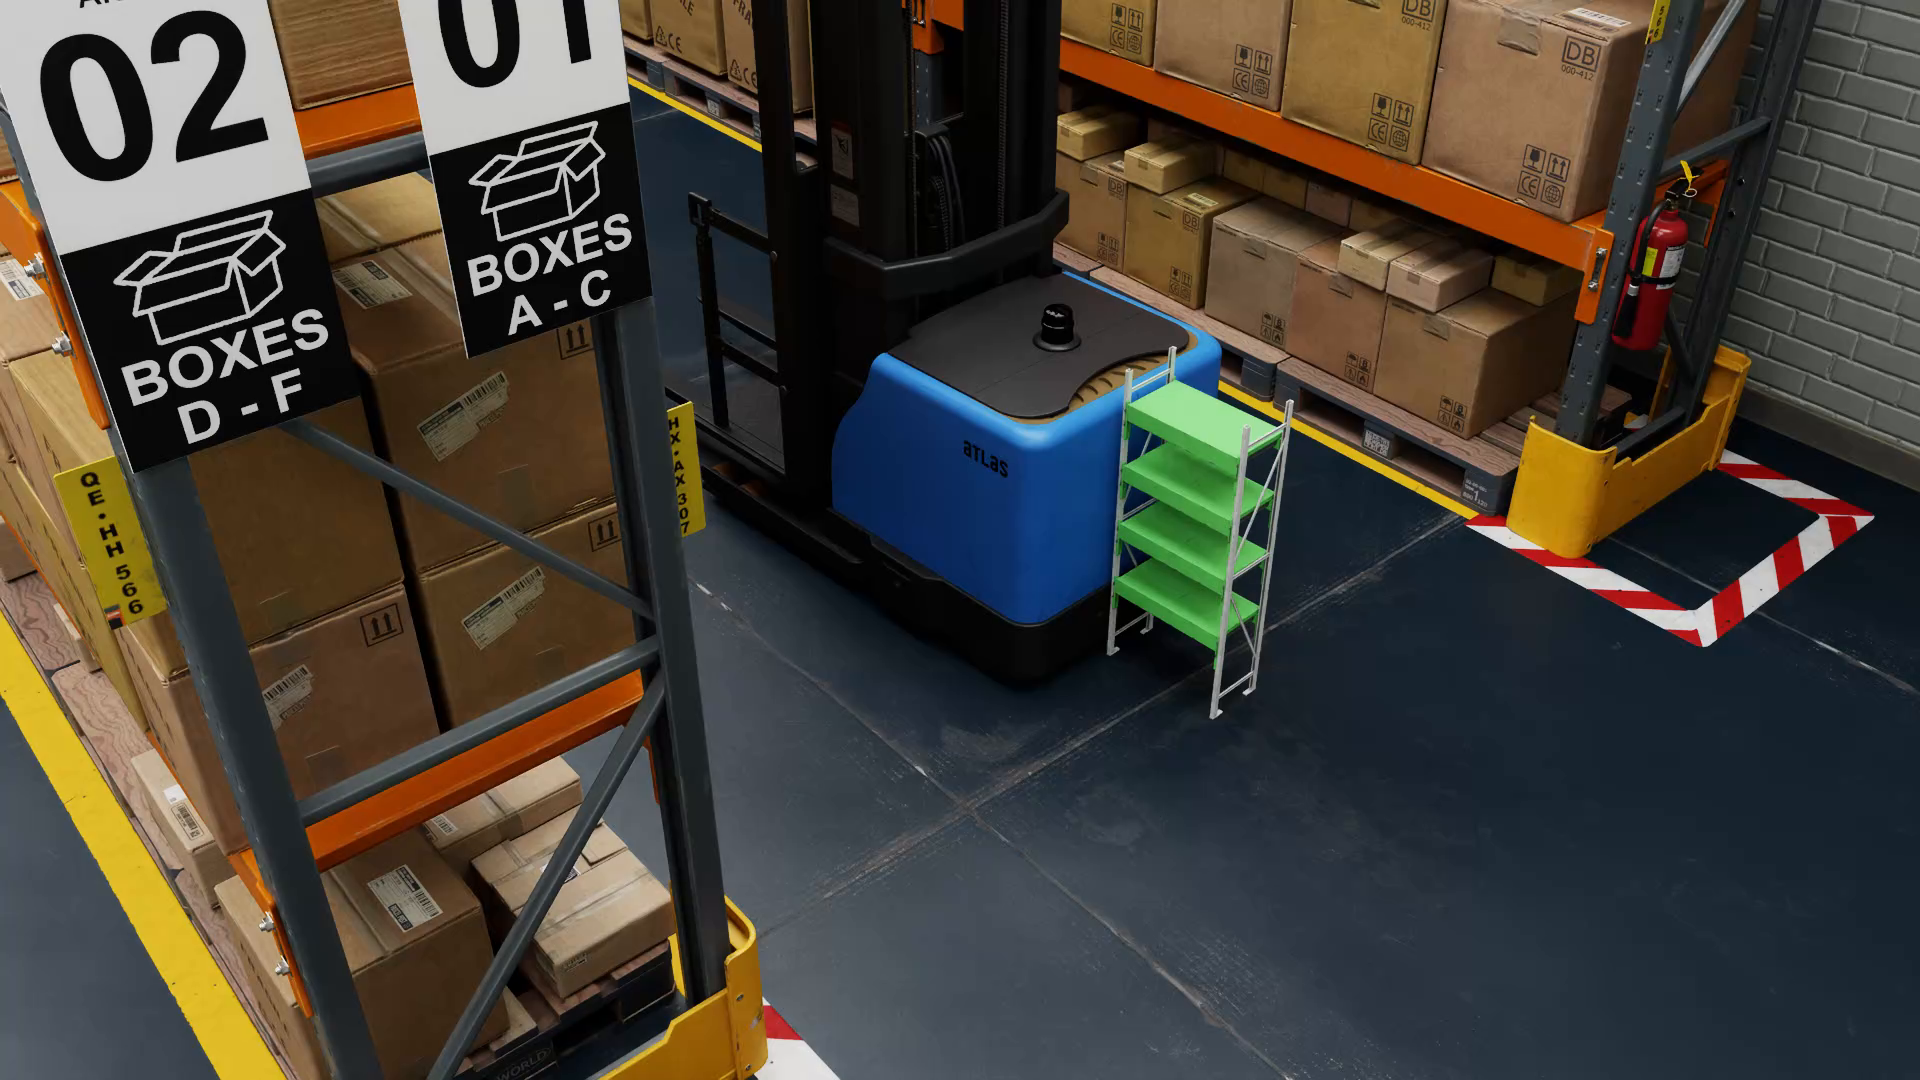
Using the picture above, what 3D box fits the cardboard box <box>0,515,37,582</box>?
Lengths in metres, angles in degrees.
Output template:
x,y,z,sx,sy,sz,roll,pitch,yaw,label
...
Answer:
x,y,z,sx,sy,sz,roll,pitch,yaw,label
-3.499,-0.170,6.341,0.500,0.311,0.500,-26,43,-32,cardboard box

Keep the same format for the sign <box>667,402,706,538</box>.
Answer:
x,y,z,sx,sy,sz,roll,pitch,yaw,label
-0.609,-0.144,3.608,0.100,0.325,0.005,-26,43,-32,sign

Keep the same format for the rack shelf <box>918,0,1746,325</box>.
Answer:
x,y,z,sx,sy,sz,roll,pitch,yaw,label
1.468,-2.027,7.639,1.077,0.370,4.000,-26,43,-32,rack shelf

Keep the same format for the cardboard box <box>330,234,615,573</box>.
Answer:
x,y,z,sx,sy,sz,roll,pitch,yaw,label
-1.108,-0.331,3.670,0.500,0.500,0.500,-25,42,-30,cardboard box

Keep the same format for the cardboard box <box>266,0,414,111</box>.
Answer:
x,y,z,sx,sy,sz,roll,pitch,yaw,label
-1.160,-1.072,3.203,0.500,0.250,0.500,-26,43,-32,cardboard box

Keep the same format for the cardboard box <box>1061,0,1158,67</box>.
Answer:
x,y,z,sx,sy,sz,roll,pitch,yaw,label
0.982,-2.756,7.786,0.980,0.700,0.700,-27,43,-33,cardboard box

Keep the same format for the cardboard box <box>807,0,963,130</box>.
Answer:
x,y,z,sx,sy,sz,roll,pitch,yaw,label
-0.341,-2.736,9.514,0.750,0.750,0.750,-25,43,-31,cardboard box

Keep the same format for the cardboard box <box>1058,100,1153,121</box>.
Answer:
x,y,z,sx,sy,sz,roll,pitch,yaw,label
0.582,-1.986,8.758,0.700,0.500,0.500,-25,43,-31,cardboard box

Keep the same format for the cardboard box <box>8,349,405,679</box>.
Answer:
x,y,z,sx,sy,sz,roll,pitch,yaw,label
-1.520,-0.131,3.388,0.500,0.500,0.500,-26,43,-32,cardboard box

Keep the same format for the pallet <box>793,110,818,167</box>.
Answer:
x,y,z,sx,sy,sz,roll,pitch,yaw,label
-0.378,-2.378,9.925,1.003,0.211,1.213,-26,43,-32,pallet

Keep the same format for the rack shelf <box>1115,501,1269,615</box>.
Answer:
x,y,z,sx,sy,sz,roll,pitch,yaw,label
0.804,0.043,5.762,0.258,0.148,0.480,-29,44,-34,rack shelf

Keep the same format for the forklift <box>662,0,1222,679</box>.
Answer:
x,y,z,sx,sy,sz,roll,pitch,yaw,label
-0.432,-1.457,6.271,1.130,2.935,3.031,-29,44,-34,forklift

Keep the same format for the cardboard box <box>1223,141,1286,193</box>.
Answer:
x,y,z,sx,sy,sz,roll,pitch,yaw,label
1.482,-1.815,7.956,0.380,0.149,0.250,-27,43,-33,cardboard box

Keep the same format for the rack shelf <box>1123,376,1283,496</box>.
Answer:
x,y,z,sx,sy,sz,roll,pitch,yaw,label
0.804,-0.349,5.485,0.258,0.148,0.480,-29,44,-34,rack shelf

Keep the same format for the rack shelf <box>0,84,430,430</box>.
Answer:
x,y,z,sx,sy,sz,roll,pitch,yaw,label
-2.314,-1.401,4.161,1.077,0.370,4.000,-26,43,-32,rack shelf

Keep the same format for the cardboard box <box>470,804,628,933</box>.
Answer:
x,y,z,sx,sy,sz,roll,pitch,yaw,label
-1.192,0.965,4.862,0.380,0.166,0.250,-26,43,-32,cardboard box

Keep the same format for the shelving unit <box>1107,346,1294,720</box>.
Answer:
x,y,z,sx,sy,sz,roll,pitch,yaw,label
0.804,-0.009,5.725,0.258,1.200,0.503,-29,44,-34,shelving unit

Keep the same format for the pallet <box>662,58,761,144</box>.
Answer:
x,y,z,sx,sy,sz,roll,pitch,yaw,label
-1.170,-2.917,10.686,1.003,0.211,1.213,-26,43,-32,pallet

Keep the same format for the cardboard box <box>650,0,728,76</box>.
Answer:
x,y,z,sx,sy,sz,roll,pitch,yaw,label
-1.469,-3.501,10.594,0.750,0.750,0.750,-26,43,-32,cardboard box

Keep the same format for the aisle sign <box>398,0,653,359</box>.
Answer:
x,y,z,sx,sy,sz,roll,pitch,yaw,label
-0.755,-0.728,2.934,0.394,0.787,0.004,-26,43,-32,aisle sign

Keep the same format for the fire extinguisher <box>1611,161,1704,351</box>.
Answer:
x,y,z,sx,sy,sz,roll,pitch,yaw,label
2.503,-1.015,5.977,0.296,0.674,0.183,-26,43,-32,fire extinguisher

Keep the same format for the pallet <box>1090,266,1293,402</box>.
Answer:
x,y,z,sx,sy,sz,roll,pitch,yaw,label
1.400,-1.161,8.207,1.003,0.211,1.213,-26,43,-32,pallet

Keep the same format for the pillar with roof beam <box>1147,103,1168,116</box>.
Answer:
x,y,z,sx,sy,sz,roll,pitch,yaw,label
-1.999,-4.059,4.696,9.100,9.000,0.400,-26,43,-32,pillar with roof beam

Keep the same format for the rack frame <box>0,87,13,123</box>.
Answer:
x,y,z,sx,sy,sz,roll,pitch,yaw,label
-1.023,-2.036,1.839,1.000,3.000,0.127,-26,43,-32,rack frame

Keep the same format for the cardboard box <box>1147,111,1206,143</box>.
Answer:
x,y,z,sx,sy,sz,roll,pitch,yaw,label
1.152,-2.041,8.275,0.380,0.149,0.250,-28,44,-33,cardboard box

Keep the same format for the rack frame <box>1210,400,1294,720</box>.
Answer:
x,y,z,sx,sy,sz,roll,pitch,yaw,label
0.972,0.093,5.581,0.240,1.200,0.015,-29,44,-34,rack frame

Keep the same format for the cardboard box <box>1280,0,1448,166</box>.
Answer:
x,y,z,sx,sy,sz,roll,pitch,yaw,label
1.944,-2.098,6.858,0.980,0.700,0.700,-26,43,-32,cardboard box

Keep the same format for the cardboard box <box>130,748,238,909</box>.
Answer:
x,y,z,sx,sy,sz,roll,pitch,yaw,label
-2.152,0.776,5.058,0.500,0.250,0.500,-26,43,-32,cardboard box

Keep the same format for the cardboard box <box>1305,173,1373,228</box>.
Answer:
x,y,z,sx,sy,sz,roll,pitch,yaw,label
1.811,-1.590,7.638,0.380,0.149,0.250,-25,42,-31,cardboard box

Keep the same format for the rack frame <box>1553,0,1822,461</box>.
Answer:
x,y,z,sx,sy,sz,roll,pitch,yaw,label
2.759,-1.437,6.184,1.000,3.000,0.127,-26,43,-32,rack frame

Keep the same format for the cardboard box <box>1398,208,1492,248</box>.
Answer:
x,y,z,sx,sy,sz,roll,pitch,yaw,label
2.136,-1.368,7.324,0.380,0.149,0.250,-26,43,-32,cardboard box

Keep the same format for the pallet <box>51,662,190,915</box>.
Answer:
x,y,z,sx,sy,sz,roll,pitch,yaw,label
-2.370,0.627,5.683,1.003,0.211,1.213,-26,43,-32,pallet

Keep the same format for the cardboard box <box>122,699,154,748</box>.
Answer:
x,y,z,sx,sy,sz,roll,pitch,yaw,label
-2.388,0.313,5.492,0.797,0.503,0.637,-26,43,-32,cardboard box

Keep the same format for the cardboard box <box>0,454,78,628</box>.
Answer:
x,y,z,sx,sy,sz,roll,pitch,yaw,label
-2.175,-0.175,4.315,0.500,0.500,0.500,-26,43,-31,cardboard box

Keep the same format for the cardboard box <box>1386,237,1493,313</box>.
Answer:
x,y,z,sx,sy,sz,roll,pitch,yaw,label
2.008,-1.114,6.965,0.380,0.149,0.250,-27,43,-32,cardboard box

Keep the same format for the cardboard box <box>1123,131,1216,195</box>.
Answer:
x,y,z,sx,sy,sz,roll,pitch,yaw,label
1.000,-1.801,7.936,0.380,0.149,0.250,-27,44,-33,cardboard box

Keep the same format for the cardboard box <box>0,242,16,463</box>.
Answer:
x,y,z,sx,sy,sz,roll,pitch,yaw,label
-2.185,-0.581,4.023,0.500,0.500,0.500,-25,42,-31,cardboard box

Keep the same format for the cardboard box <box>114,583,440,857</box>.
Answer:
x,y,z,sx,sy,sz,roll,pitch,yaw,label
-1.520,0.275,3.680,0.500,0.500,0.500,-25,42,-30,cardboard box

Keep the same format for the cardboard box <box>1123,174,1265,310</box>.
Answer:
x,y,z,sx,sy,sz,roll,pitch,yaw,label
1.233,-1.536,8.122,0.700,0.500,0.500,-25,42,-31,cardboard box

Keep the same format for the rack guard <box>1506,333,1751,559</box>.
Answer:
x,y,z,sx,sy,sz,roll,pitch,yaw,label
2.774,-0.406,6.891,1.175,0.500,0.348,-26,43,-32,rack guard

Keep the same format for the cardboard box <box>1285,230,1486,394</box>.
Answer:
x,y,z,sx,sy,sz,roll,pitch,yaw,label
1.908,-1.081,7.481,0.700,0.500,0.500,-26,43,-32,cardboard box
